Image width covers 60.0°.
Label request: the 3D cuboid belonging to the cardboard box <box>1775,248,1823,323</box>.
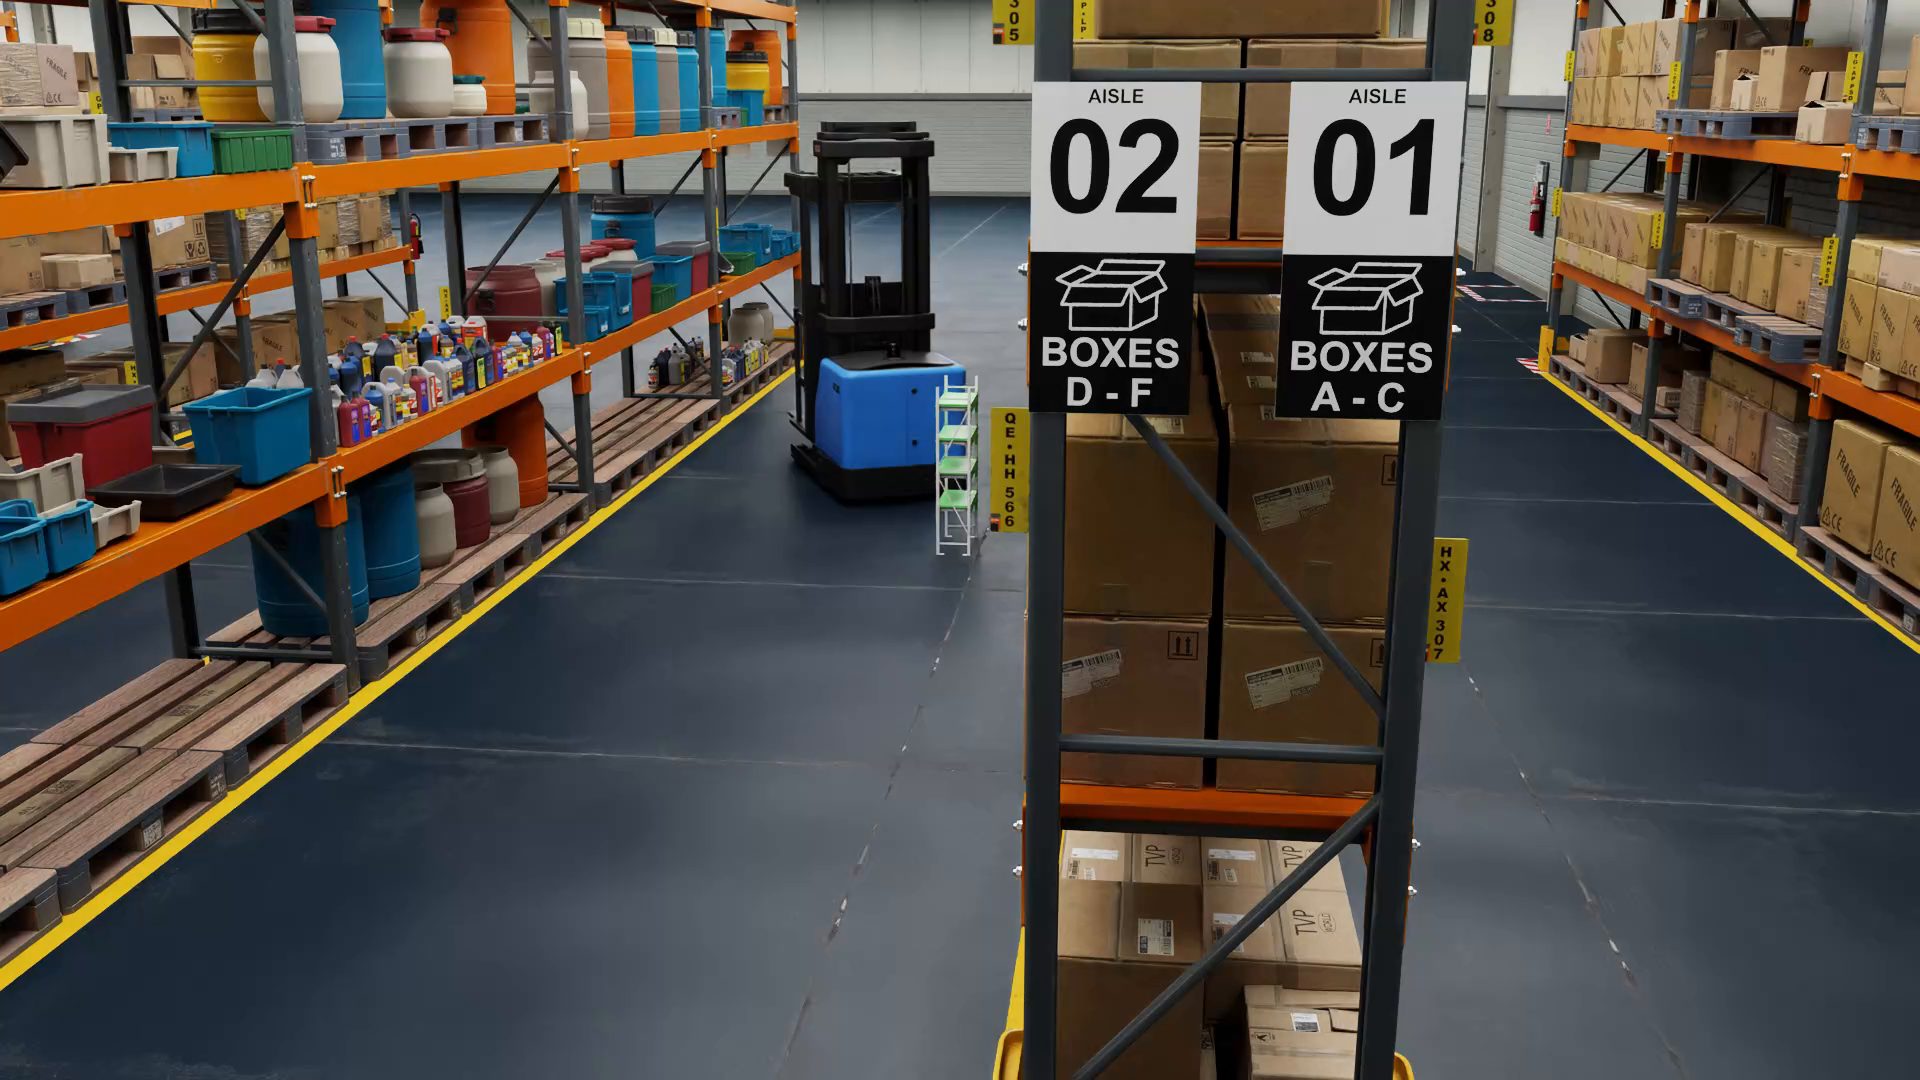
[{"bbox_3d":[6.582,-1.903,12.419,0.700,0.500,0.500,0,15,1],"label":"cardboard box"}]

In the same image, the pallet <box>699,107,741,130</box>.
[{"bbox_3d":[-2.905,-4.250,16.750,1.213,0.211,1.003,2,15,6],"label":"pallet"}]

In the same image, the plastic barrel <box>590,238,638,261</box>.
[{"bbox_3d":[-3.216,-2.528,15.502,0.433,0.535,0.433,0,15,0],"label":"plastic barrel"}]

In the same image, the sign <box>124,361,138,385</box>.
[{"bbox_3d":[-4.339,-0.779,8.766,0.100,0.325,0.005,2,15,6],"label":"sign"}]

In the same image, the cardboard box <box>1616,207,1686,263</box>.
[{"bbox_3d":[6.751,-2.972,16.220,0.500,0.500,0.500,2,15,6],"label":"cardboard box"}]

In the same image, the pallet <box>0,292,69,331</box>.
[{"bbox_3d":[-8.288,-1.907,13.837,1.213,0.211,1.003,2,15,6],"label":"pallet"}]

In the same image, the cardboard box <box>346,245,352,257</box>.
[{"bbox_3d":[-7.312,-3.361,19.326,0.380,0.149,0.250,2,15,6],"label":"cardboard box"}]

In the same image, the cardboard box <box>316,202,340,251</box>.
[{"bbox_3d":[-7.554,-3.546,18.768,0.875,0.500,0.500,2,15,6],"label":"cardboard box"}]

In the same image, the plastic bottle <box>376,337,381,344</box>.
[{"bbox_3d":[-3.887,-1.209,11.109,0.061,0.283,0.133,2,15,6],"label":"plastic bottle"}]

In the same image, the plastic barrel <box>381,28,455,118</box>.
[{"bbox_3d":[-3.391,-2.918,10.396,0.433,0.535,0.433,0,15,0],"label":"plastic barrel"}]

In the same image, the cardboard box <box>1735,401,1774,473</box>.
[{"bbox_3d":[6.734,-0.828,13.424,0.700,0.500,0.500,2,15,6],"label":"cardboard box"}]

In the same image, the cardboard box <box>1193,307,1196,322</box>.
[{"bbox_3d":[0.738,-0.765,7.138,0.500,0.500,0.500,1,15,5],"label":"cardboard box"}]

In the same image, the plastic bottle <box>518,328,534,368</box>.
[{"bbox_3d":[-3.042,-1.347,11.643,0.097,0.271,0.097,0,15,0],"label":"plastic bottle"}]

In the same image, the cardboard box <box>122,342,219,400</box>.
[{"bbox_3d":[-7.902,-1.697,16.636,0.700,0.500,0.500,1,15,2],"label":"cardboard box"}]

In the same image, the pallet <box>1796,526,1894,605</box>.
[{"bbox_3d":[6.339,0.174,11.114,1.003,0.211,1.213,2,15,6],"label":"pallet"}]

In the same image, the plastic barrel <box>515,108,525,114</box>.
[{"bbox_3d":[-3.364,-3.105,12.448,0.294,0.245,0.294,0,15,0],"label":"plastic barrel"}]

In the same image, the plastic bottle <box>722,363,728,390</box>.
[{"bbox_3d":[-2.418,-1.669,16.971,0.097,0.271,0.097,0,15,0],"label":"plastic bottle"}]

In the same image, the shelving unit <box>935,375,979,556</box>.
[{"bbox_3d":[-0.019,-0.536,11.847,0.258,1.200,0.503,2,15,6],"label":"shelving unit"}]

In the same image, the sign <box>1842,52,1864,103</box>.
[{"bbox_3d":[5.964,-3.088,11.100,0.100,0.325,0.005,2,15,6],"label":"sign"}]

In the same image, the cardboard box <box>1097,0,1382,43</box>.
[{"bbox_3d":[0.719,-1.557,4.320,0.700,0.500,0.500,2,15,6],"label":"cardboard box"}]

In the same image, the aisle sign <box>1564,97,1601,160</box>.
[{"bbox_3d":[7.115,-4.732,18.934,0.394,0.787,0.004,2,15,6],"label":"aisle sign"}]

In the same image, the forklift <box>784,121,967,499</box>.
[{"bbox_3d":[-0.862,-2.077,14.227,1.130,2.935,3.031,-5,16,-17],"label":"forklift"}]

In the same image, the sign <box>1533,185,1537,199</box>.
[{"bbox_3d":[9.344,-5.596,27.041,0.001,0.329,0.234,2,15,6],"label":"sign"}]

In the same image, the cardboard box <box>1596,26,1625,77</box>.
[{"bbox_3d":[6.967,-5.083,17.322,0.500,0.500,0.500,2,15,8],"label":"cardboard box"}]

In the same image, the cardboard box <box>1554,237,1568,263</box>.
[{"bbox_3d":[7.035,-3.269,18.755,0.500,0.250,0.500,1,15,5],"label":"cardboard box"}]

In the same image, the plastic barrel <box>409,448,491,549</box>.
[{"bbox_3d":[-3.507,-0.285,11.283,0.600,0.588,0.708,2,15,6],"label":"plastic barrel"}]

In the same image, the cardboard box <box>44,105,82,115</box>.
[{"bbox_3d":[-7.850,-3.569,14.154,0.500,0.250,0.500,2,15,7],"label":"cardboard box"}]

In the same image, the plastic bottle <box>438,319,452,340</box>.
[{"bbox_3d":[-3.751,-1.472,12.106,0.097,0.271,0.097,0,15,0],"label":"plastic bottle"}]

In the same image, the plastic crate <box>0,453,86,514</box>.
[{"bbox_3d":[-4.148,-0.210,7.304,0.437,0.282,0.530,2,15,6],"label":"plastic crate"}]

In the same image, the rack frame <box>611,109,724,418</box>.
[{"bbox_3d":[-2.890,-2.704,16.414,1.000,3.000,0.127,2,15,6],"label":"rack frame"}]

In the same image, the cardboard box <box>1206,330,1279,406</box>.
[{"bbox_3d":[1.159,-0.480,6.083,0.500,0.500,0.500,2,15,6],"label":"cardboard box"}]

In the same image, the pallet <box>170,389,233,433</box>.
[{"bbox_3d":[-7.897,-1.301,16.571,1.003,0.211,1.213,2,15,6],"label":"pallet"}]

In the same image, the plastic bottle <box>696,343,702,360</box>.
[{"bbox_3d":[-2.964,-2.115,18.754,0.097,0.201,0.097,0,15,0],"label":"plastic bottle"}]

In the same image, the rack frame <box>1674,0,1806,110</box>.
[{"bbox_3d":[6.954,-5.308,14.552,1.000,3.000,0.127,2,15,6],"label":"rack frame"}]

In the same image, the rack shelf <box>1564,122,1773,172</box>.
[{"bbox_3d":[7.180,-4.031,16.956,1.077,0.370,4.000,2,15,6],"label":"rack shelf"}]

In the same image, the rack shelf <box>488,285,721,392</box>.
[{"bbox_3d":[-3.115,-1.838,14.590,1.077,0.370,4.000,2,15,6],"label":"rack shelf"}]

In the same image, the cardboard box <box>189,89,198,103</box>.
[{"bbox_3d":[-7.941,-4.577,17.119,0.380,0.149,0.250,2,15,7],"label":"cardboard box"}]

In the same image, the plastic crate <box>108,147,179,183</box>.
[{"bbox_3d":[-3.558,-1.608,7.122,0.293,0.136,0.466,2,15,6],"label":"plastic crate"}]

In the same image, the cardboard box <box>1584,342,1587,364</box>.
[{"bbox_3d":[7.174,-2.039,18.264,0.500,0.311,0.500,3,15,11],"label":"cardboard box"}]

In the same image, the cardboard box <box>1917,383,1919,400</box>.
[{"bbox_3d":[6.158,-0.916,10.247,0.380,0.149,0.250,2,15,7],"label":"cardboard box"}]

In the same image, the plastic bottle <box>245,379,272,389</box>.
[{"bbox_3d":[-4.028,-0.775,9.521,0.152,0.276,0.135,2,15,6],"label":"plastic bottle"}]

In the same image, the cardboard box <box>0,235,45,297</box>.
[{"bbox_3d":[-8.278,-2.352,14.118,0.700,0.500,0.500,4,16,15],"label":"cardboard box"}]

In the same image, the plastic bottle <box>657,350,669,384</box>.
[{"bbox_3d":[-3.103,-1.813,17.351,0.144,0.351,0.185,1,15,5],"label":"plastic bottle"}]

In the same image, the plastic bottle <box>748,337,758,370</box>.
[{"bbox_3d":[-2.296,-2.042,18.199,0.144,0.351,0.185,2,15,9],"label":"plastic bottle"}]

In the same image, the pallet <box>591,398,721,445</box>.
[{"bbox_3d":[-2.940,-1.153,16.020,1.003,0.211,1.213,2,15,6],"label":"pallet"}]

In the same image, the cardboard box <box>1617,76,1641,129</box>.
[{"bbox_3d":[6.860,-4.332,16.458,0.500,0.500,0.500,1,15,4],"label":"cardboard box"}]

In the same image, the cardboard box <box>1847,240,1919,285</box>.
[{"bbox_3d":[6.192,-1.820,10.911,0.500,0.250,0.500,2,15,8],"label":"cardboard box"}]

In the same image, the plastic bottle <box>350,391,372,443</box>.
[{"bbox_3d":[-3.312,-0.690,9.189,0.061,0.283,0.133,2,15,6],"label":"plastic bottle"}]

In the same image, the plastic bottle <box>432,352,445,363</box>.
[{"bbox_3d":[-3.312,-1.060,10.581,0.097,0.271,0.097,0,15,0],"label":"plastic bottle"}]

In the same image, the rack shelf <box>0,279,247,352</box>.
[{"bbox_3d":[-8.037,-1.983,15.129,1.077,0.370,4.000,2,15,6],"label":"rack shelf"}]

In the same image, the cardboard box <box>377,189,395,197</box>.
[{"bbox_3d":[-7.176,-4.412,20.053,0.500,0.500,0.500,2,15,6],"label":"cardboard box"}]

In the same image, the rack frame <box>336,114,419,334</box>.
[{"bbox_3d":[-7.360,-3.887,20.790,1.000,3.000,0.127,2,15,6],"label":"rack frame"}]

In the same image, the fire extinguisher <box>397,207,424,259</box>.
[{"bbox_3d":[-6.889,-3.866,20.860,0.296,0.674,0.183,2,15,6],"label":"fire extinguisher"}]

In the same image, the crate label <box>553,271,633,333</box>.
[{"bbox_3d":[-2.960,-1.933,13.496,0.502,0.435,0.616,2,15,6],"label":"crate label"}]

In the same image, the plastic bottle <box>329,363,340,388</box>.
[{"bbox_3d":[-3.830,-0.940,10.138,0.097,0.271,0.097,0,15,0],"label":"plastic bottle"}]
